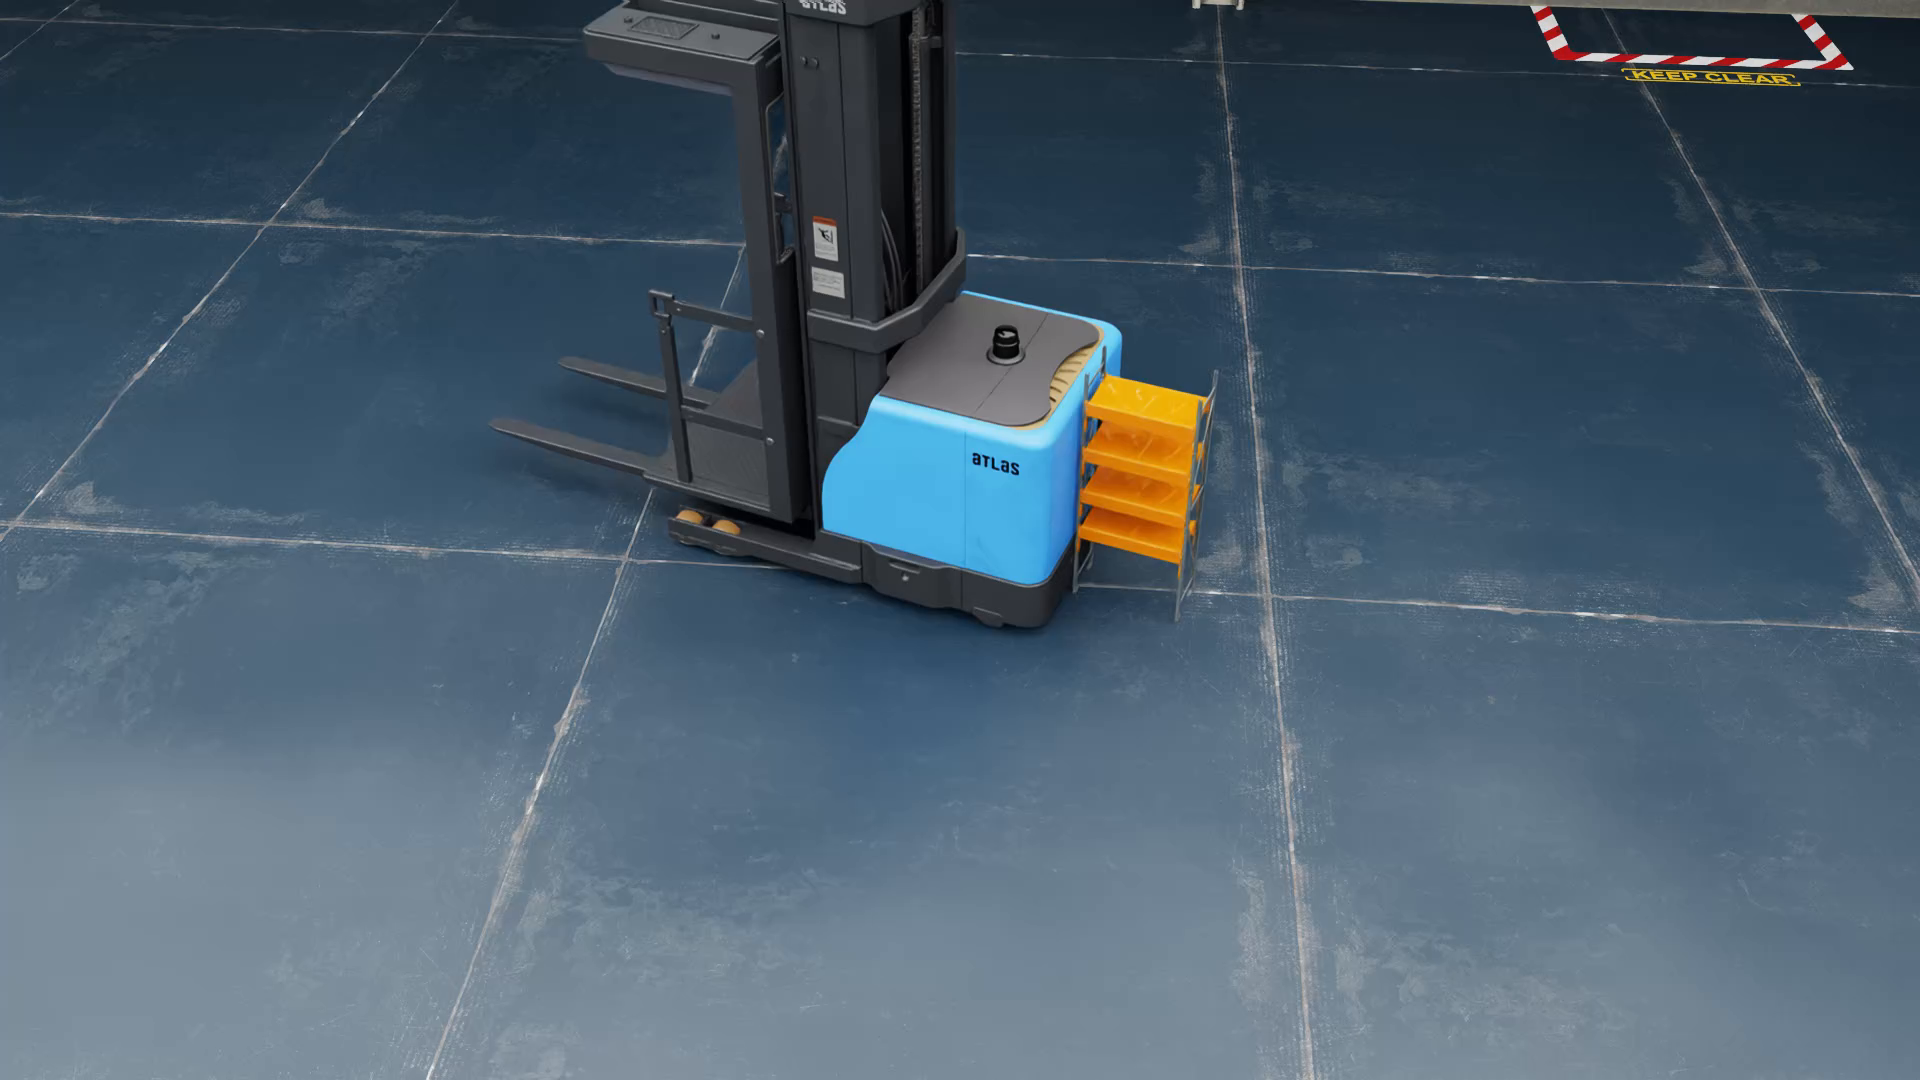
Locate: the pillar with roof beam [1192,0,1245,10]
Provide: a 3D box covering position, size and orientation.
[{"bbox_3d":[1.665,-5.045,6.990,0.400,9.000,9.100,3,39,4],"label":"pillar with roof beam"}]

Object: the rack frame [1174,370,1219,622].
[{"bbox_3d":[1.016,-0.166,7.174,0.015,1.200,0.240,15,42,18],"label":"rack frame"}]

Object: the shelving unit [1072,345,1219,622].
[{"bbox_3d":[0.792,-0.227,7.249,0.503,1.200,0.258,15,42,18],"label":"shelving unit"}]

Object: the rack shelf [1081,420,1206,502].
[{"bbox_3d":[0.792,-0.348,7.150,0.480,0.148,0.258,15,42,18],"label":"rack shelf"}]

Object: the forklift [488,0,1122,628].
[{"bbox_3d":[-0.829,-1.354,7.262,3.031,2.935,1.130,15,42,18],"label":"forklift"}]

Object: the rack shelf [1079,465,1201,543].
[{"bbox_3d":[0.792,-0.175,7.292,0.480,0.148,0.258,15,42,18],"label":"rack shelf"}]

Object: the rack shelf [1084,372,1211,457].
[{"bbox_3d":[0.792,-0.532,7.001,0.480,0.148,0.258,15,42,18],"label":"rack shelf"}]

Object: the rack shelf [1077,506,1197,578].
[{"bbox_3d":[0.792,-0.021,7.417,0.480,0.148,0.258,15,42,18],"label":"rack shelf"}]

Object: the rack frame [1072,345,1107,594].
[{"bbox_3d":[0.568,-0.288,7.324,0.015,1.200,0.240,15,42,18],"label":"rack frame"}]
